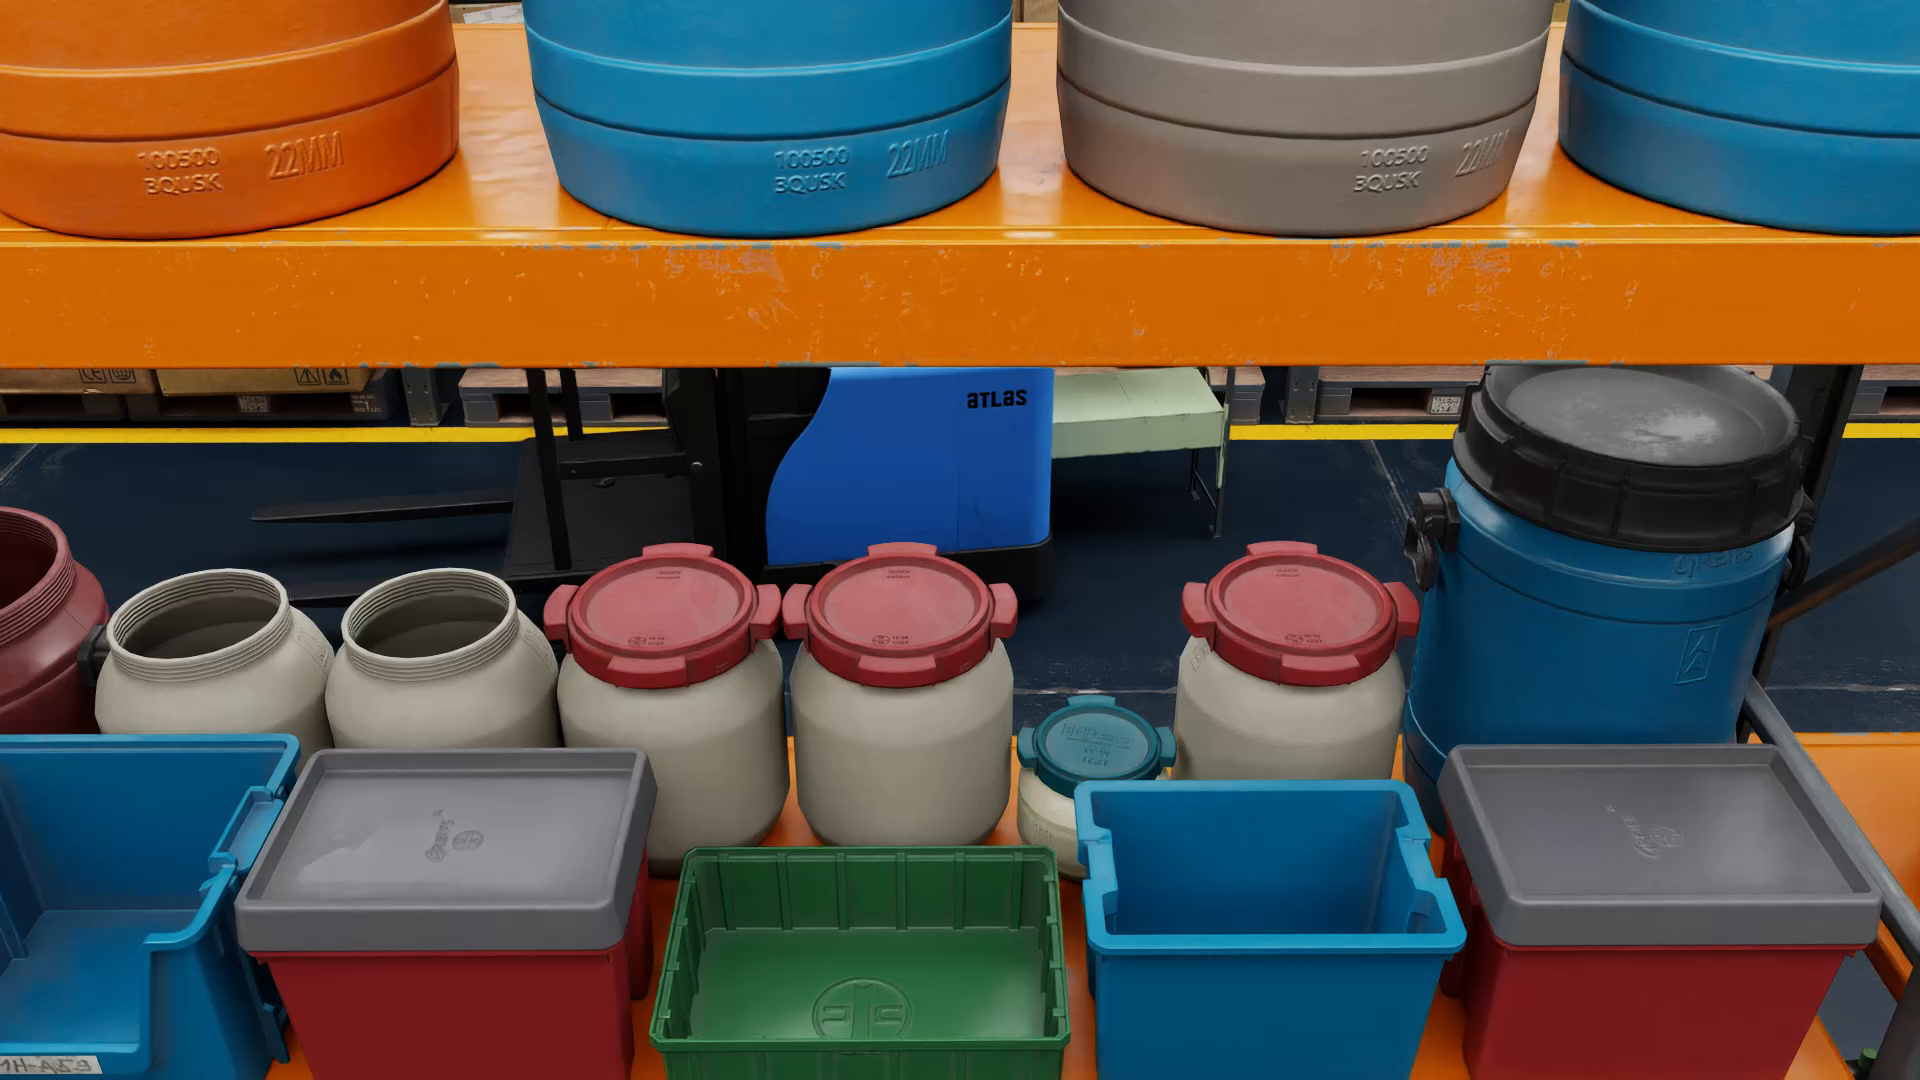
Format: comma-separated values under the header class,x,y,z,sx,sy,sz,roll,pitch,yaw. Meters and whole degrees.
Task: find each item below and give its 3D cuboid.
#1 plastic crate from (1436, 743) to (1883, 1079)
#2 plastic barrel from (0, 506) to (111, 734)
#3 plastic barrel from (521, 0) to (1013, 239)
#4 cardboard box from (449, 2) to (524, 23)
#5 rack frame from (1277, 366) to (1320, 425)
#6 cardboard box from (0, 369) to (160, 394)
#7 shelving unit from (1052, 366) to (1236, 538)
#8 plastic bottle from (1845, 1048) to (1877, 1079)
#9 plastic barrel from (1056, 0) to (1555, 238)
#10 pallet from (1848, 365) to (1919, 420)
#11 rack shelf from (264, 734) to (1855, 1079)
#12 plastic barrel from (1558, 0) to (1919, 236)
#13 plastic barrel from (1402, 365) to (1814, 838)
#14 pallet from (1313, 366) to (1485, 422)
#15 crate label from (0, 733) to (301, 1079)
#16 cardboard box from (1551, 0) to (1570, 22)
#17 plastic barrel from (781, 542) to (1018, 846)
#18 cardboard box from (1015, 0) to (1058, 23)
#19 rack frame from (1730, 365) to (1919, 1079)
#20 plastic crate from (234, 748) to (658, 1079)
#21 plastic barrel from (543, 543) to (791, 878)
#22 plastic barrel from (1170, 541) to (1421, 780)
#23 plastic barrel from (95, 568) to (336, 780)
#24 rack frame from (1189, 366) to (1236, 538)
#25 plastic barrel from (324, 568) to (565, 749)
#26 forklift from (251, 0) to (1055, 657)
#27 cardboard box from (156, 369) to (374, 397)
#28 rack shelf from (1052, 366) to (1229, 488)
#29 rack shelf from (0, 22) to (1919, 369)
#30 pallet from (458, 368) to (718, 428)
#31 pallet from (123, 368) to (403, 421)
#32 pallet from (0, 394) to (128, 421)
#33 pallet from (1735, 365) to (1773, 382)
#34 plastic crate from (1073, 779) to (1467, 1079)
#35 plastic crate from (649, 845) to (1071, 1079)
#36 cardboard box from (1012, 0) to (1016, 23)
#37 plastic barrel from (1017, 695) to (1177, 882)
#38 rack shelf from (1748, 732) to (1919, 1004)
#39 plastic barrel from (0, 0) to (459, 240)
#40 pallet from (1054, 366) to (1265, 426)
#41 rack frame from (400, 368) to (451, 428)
class,x,y,z,sx,sy,sz,roll,pitch,yaw
plastic crate,1.099,0.635,2.750,0.583,0.464,0.402,0,31,0
plastic barrel,-1.956,0.298,3.236,0.708,0.536,0.600,0,31,0
plastic barrel,-0.234,-0.876,1.927,0.708,0.901,0.600,0,31,0
cardboard box,-1.908,-2.299,7.146,0.500,0.500,0.500,-4,31,-6
rack frame,1.552,-2.067,7.265,0.127,3.000,1.000,0,31,0
cardboard box,-4.030,-1.335,7.703,0.875,0.875,1.225,0,31,0
shelving unit,0.655,-0.722,6.495,0.755,1.500,0.431,-5,32,-7
plastic bottle,2.061,1.303,3.905,0.133,0.283,0.061,1,31,2
plastic barrel,0.420,-0.878,1.931,0.600,0.901,0.600,0,31,0
pallet,4.663,-0.903,8.034,1.213,0.211,1.003,0,31,0
rack shelf,-0.418,0.816,3.207,4.000,0.370,1.077,0,31,0
plastic barrel,1.074,-0.880,1.934,0.708,0.901,0.600,0,31,0
plastic barrel,1.193,0.132,3.157,0.708,0.901,0.600,0,31,0
pallet,2.223,-0.895,8.022,1.213,0.211,1.003,0,31,0
crate label,-1.423,0.637,2.775,0.616,0.435,0.502,0,31,0
cardboard box,2.502,-2.189,7.084,0.500,0.500,0.875,0,31,0
plastic barrel,-0.110,0.336,3.174,0.433,0.535,0.433,0,31,0
cardboard box,0.756,-2.573,7.116,1.000,1.000,1.000,0,31,0
rack frame,1.582,0.501,3.033,0.053,2.616,0.949,0,31,0
plastic crate,-0.801,0.641,2.740,0.583,0.464,0.402,0,31,0
plastic barrel,-0.543,0.337,3.172,0.433,0.535,0.433,0,31,0
plastic barrel,0.624,0.333,3.178,0.433,0.535,0.433,0,31,0
plastic barrel,-1.391,0.353,3.169,0.421,0.512,0.421,0,31,0
rack frame,1.017,-0.751,6.542,0.023,1.500,0.400,-5,32,-7
plastic barrel,-0.970,0.352,3.171,0.421,0.512,0.421,0,31,0
forklift,-1.216,-1.120,5.771,3.031,2.935,1.130,-5,32,-7
cardboard box,-3.138,-1.334,7.701,0.875,0.875,1.225,-2,31,-3
rack shelf,0.655,-0.444,6.664,0.720,0.370,0.431,-5,32,-7
rack shelf,-0.418,-0.466,2.429,4.000,0.370,1.077,0,31,0
pallet,-1.667,-0.864,7.970,1.213,0.211,1.003,0,31,0
pallet,-3.237,-0.899,8.028,1.213,0.211,1.003,0,31,0
pallet,-4.454,-0.896,8.024,1.213,0.211,1.003,0,31,0
pallet,3.446,-0.900,8.031,1.213,0.211,1.003,0,31,0
plastic crate,0.480,0.674,2.763,0.575,0.384,0.392,0,31,0
plastic crate,-0.158,0.745,2.835,0.662,0.188,0.450,0,31,0
cardboard box,0.038,-3.808,11.899,0.750,0.750,1.050,0,31,0
plastic barrel,0.257,0.486,3.191,0.301,0.262,0.301,0,31,0
rack shelf,3.582,0.804,3.227,4.000,0.370,1.077,0,31,0
plastic barrel,-0.942,-0.843,1.942,0.708,0.830,0.600,0,31,0
pallet,0.773,-0.872,7.983,1.213,0.211,1.003,0,31,0
rack frame,-2.448,-2.054,7.244,0.127,3.000,1.000,0,31,0
